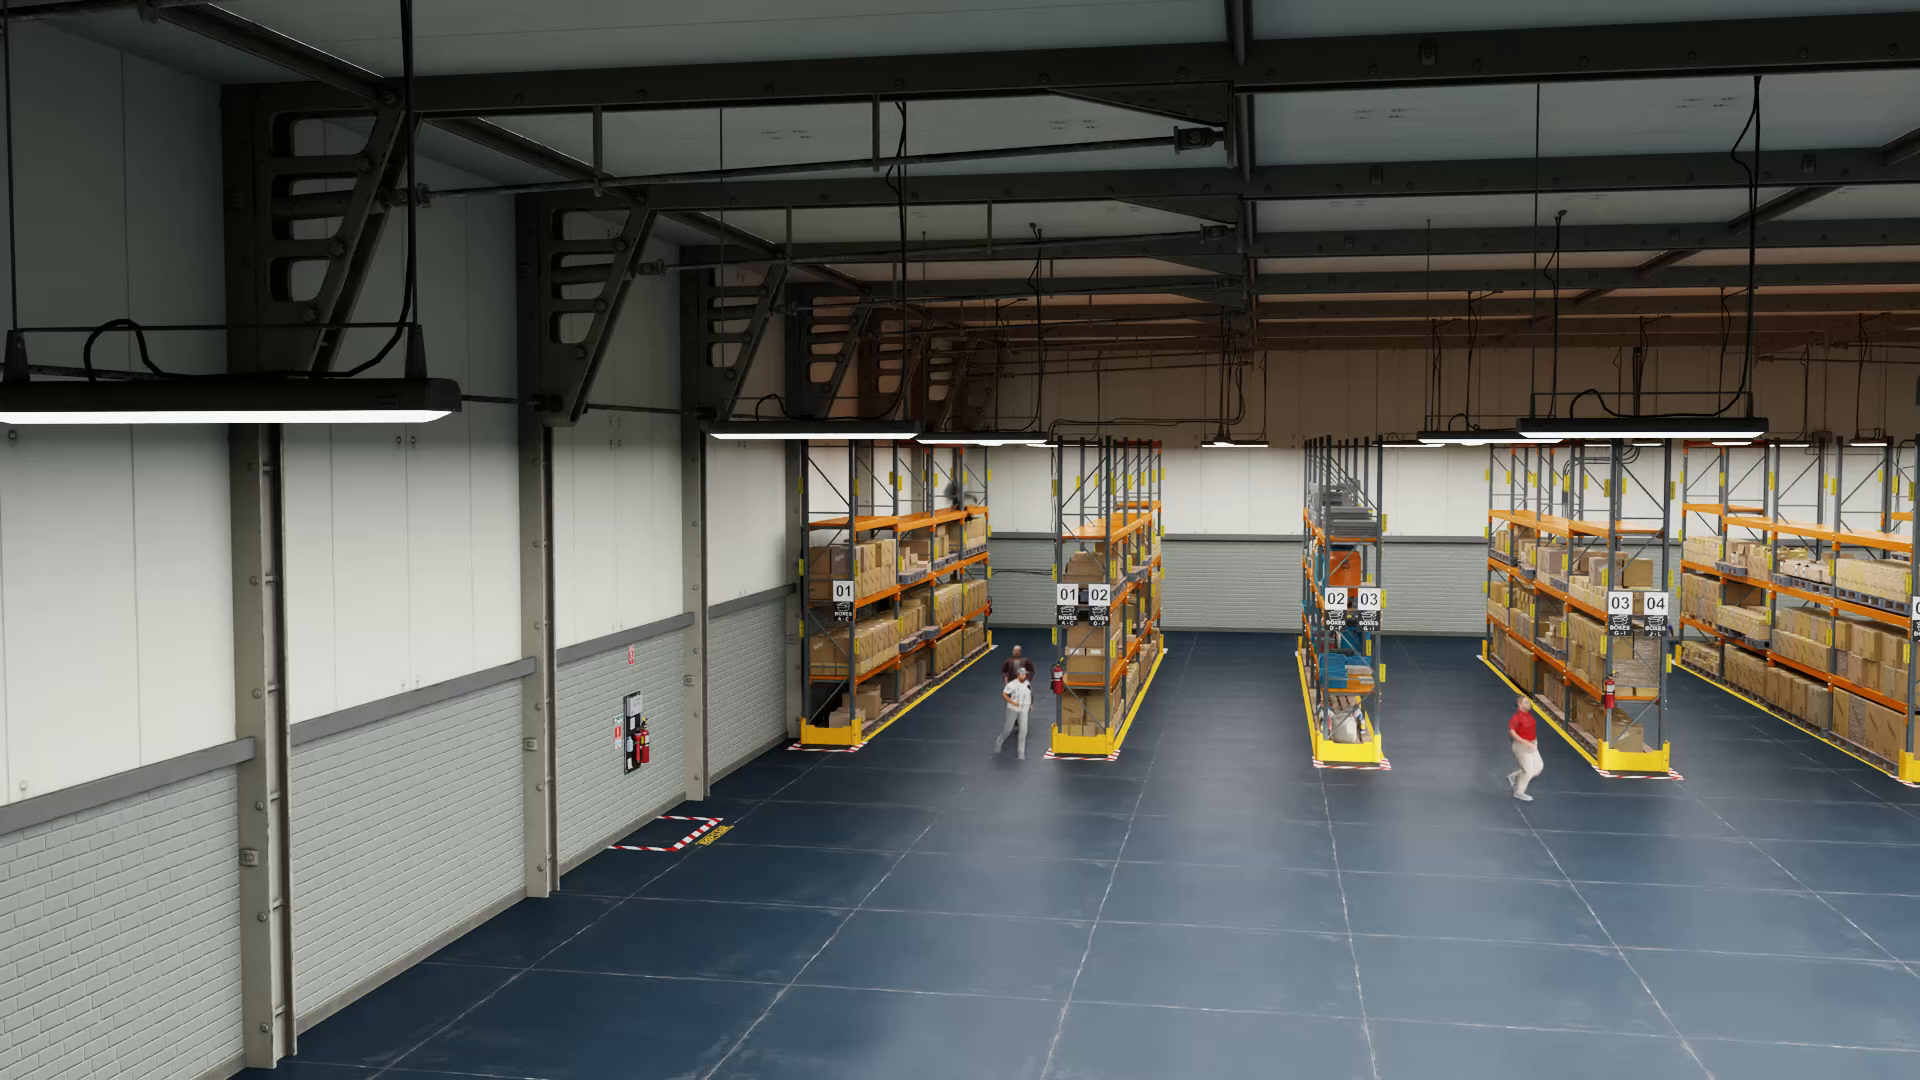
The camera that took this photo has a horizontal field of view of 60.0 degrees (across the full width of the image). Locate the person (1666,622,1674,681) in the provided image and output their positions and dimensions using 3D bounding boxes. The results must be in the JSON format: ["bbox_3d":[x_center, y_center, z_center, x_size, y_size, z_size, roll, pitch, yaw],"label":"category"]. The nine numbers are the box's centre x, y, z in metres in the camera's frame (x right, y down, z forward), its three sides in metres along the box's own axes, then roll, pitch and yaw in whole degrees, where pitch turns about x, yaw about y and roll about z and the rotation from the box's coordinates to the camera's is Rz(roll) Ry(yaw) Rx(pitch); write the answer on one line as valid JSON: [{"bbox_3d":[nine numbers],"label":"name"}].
[{"bbox_3d":[17.597,2.648,41.682,0.588,1.673,0.934,1,3,10],"label":"person"}]

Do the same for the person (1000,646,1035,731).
[{"bbox_3d":[1.164,3.018,33.944,0.706,1.725,0.663,0,3,8],"label":"person"}]

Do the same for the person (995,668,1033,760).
[{"bbox_3d":[1.091,3.215,31.076,0.697,1.662,0.910,-1,3,-21],"label":"person"}]

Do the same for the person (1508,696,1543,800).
[{"bbox_3d":[9.255,3.408,27.307,0.550,1.694,0.666,3,4,43],"label":"person"}]
